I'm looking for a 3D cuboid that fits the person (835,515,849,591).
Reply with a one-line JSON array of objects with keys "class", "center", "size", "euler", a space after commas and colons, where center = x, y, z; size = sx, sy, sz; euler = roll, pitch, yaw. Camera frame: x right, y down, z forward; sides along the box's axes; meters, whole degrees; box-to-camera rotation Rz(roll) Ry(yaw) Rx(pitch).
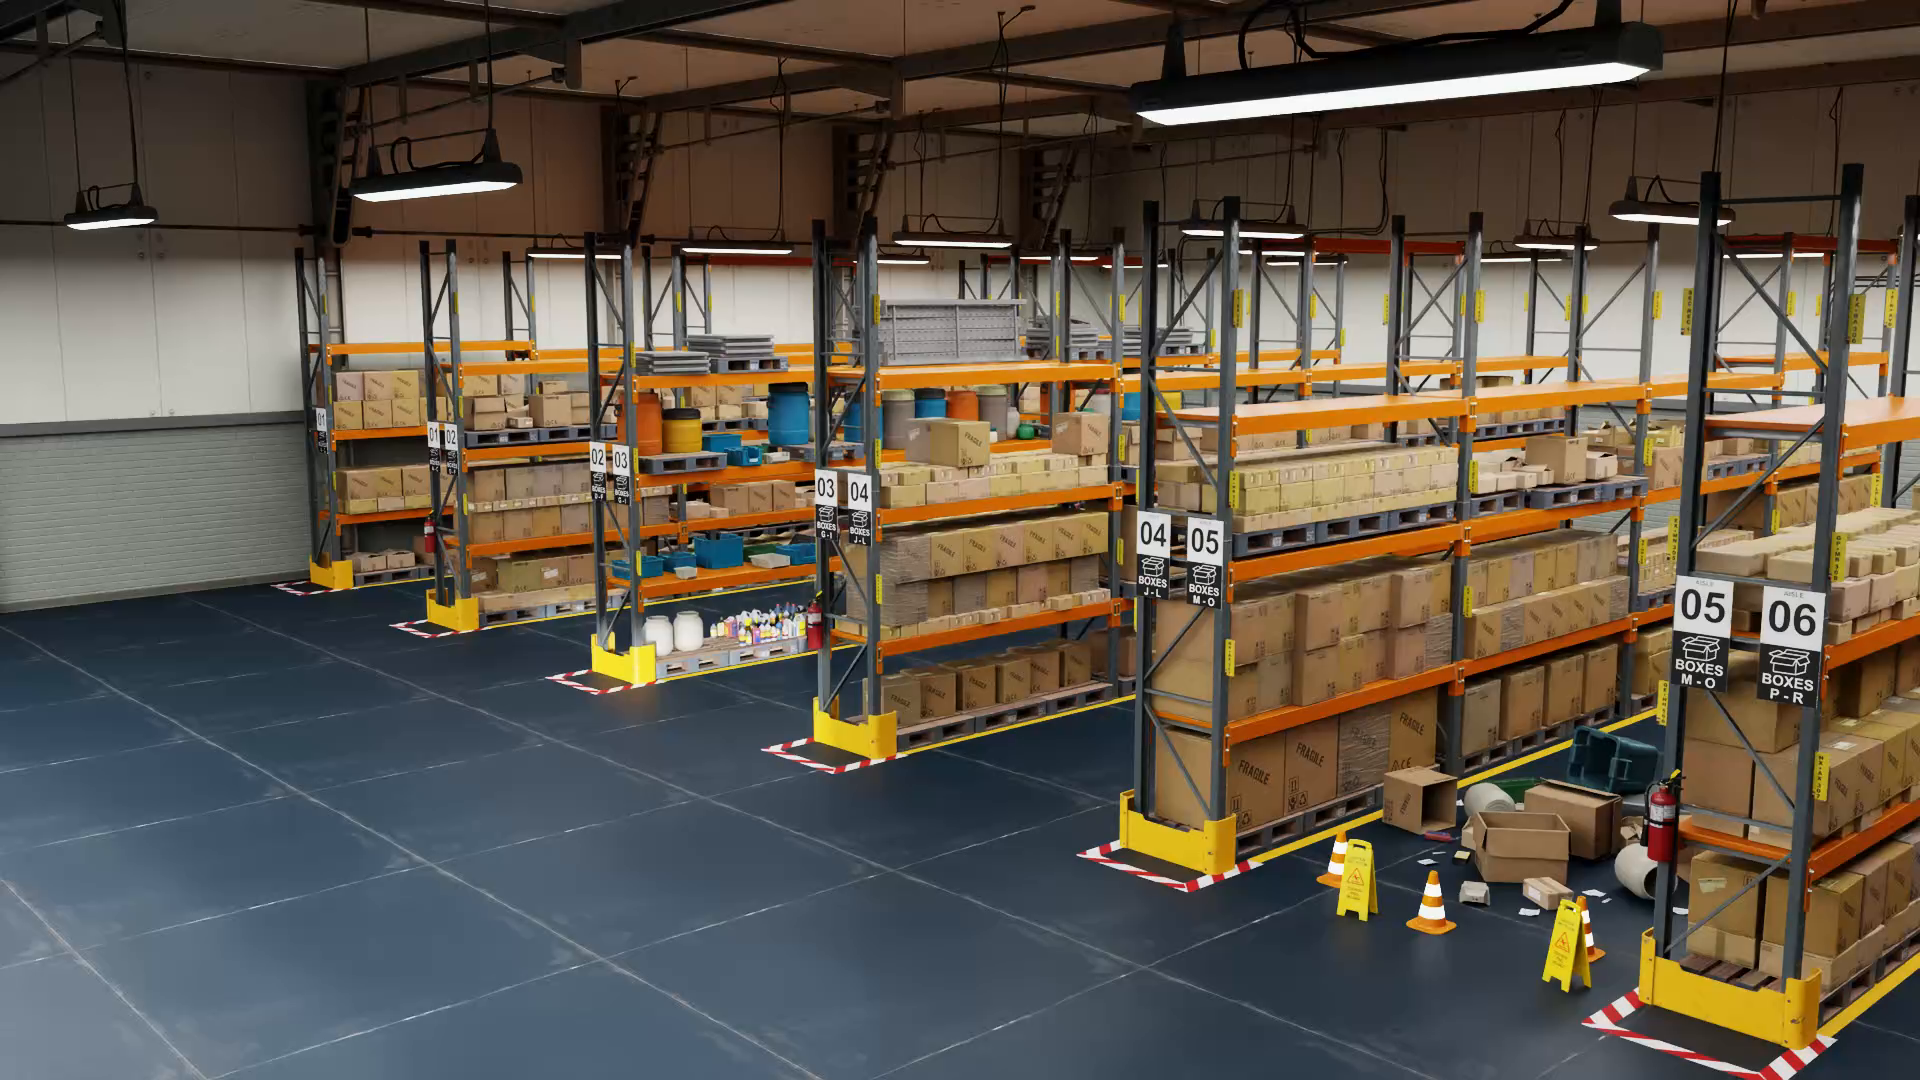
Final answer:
[{"class": "person", "center": [-1.926, -0.021, 27.555], "size": [0.484, 1.863, 0.529], "euler": [1, 8, 6]}]
